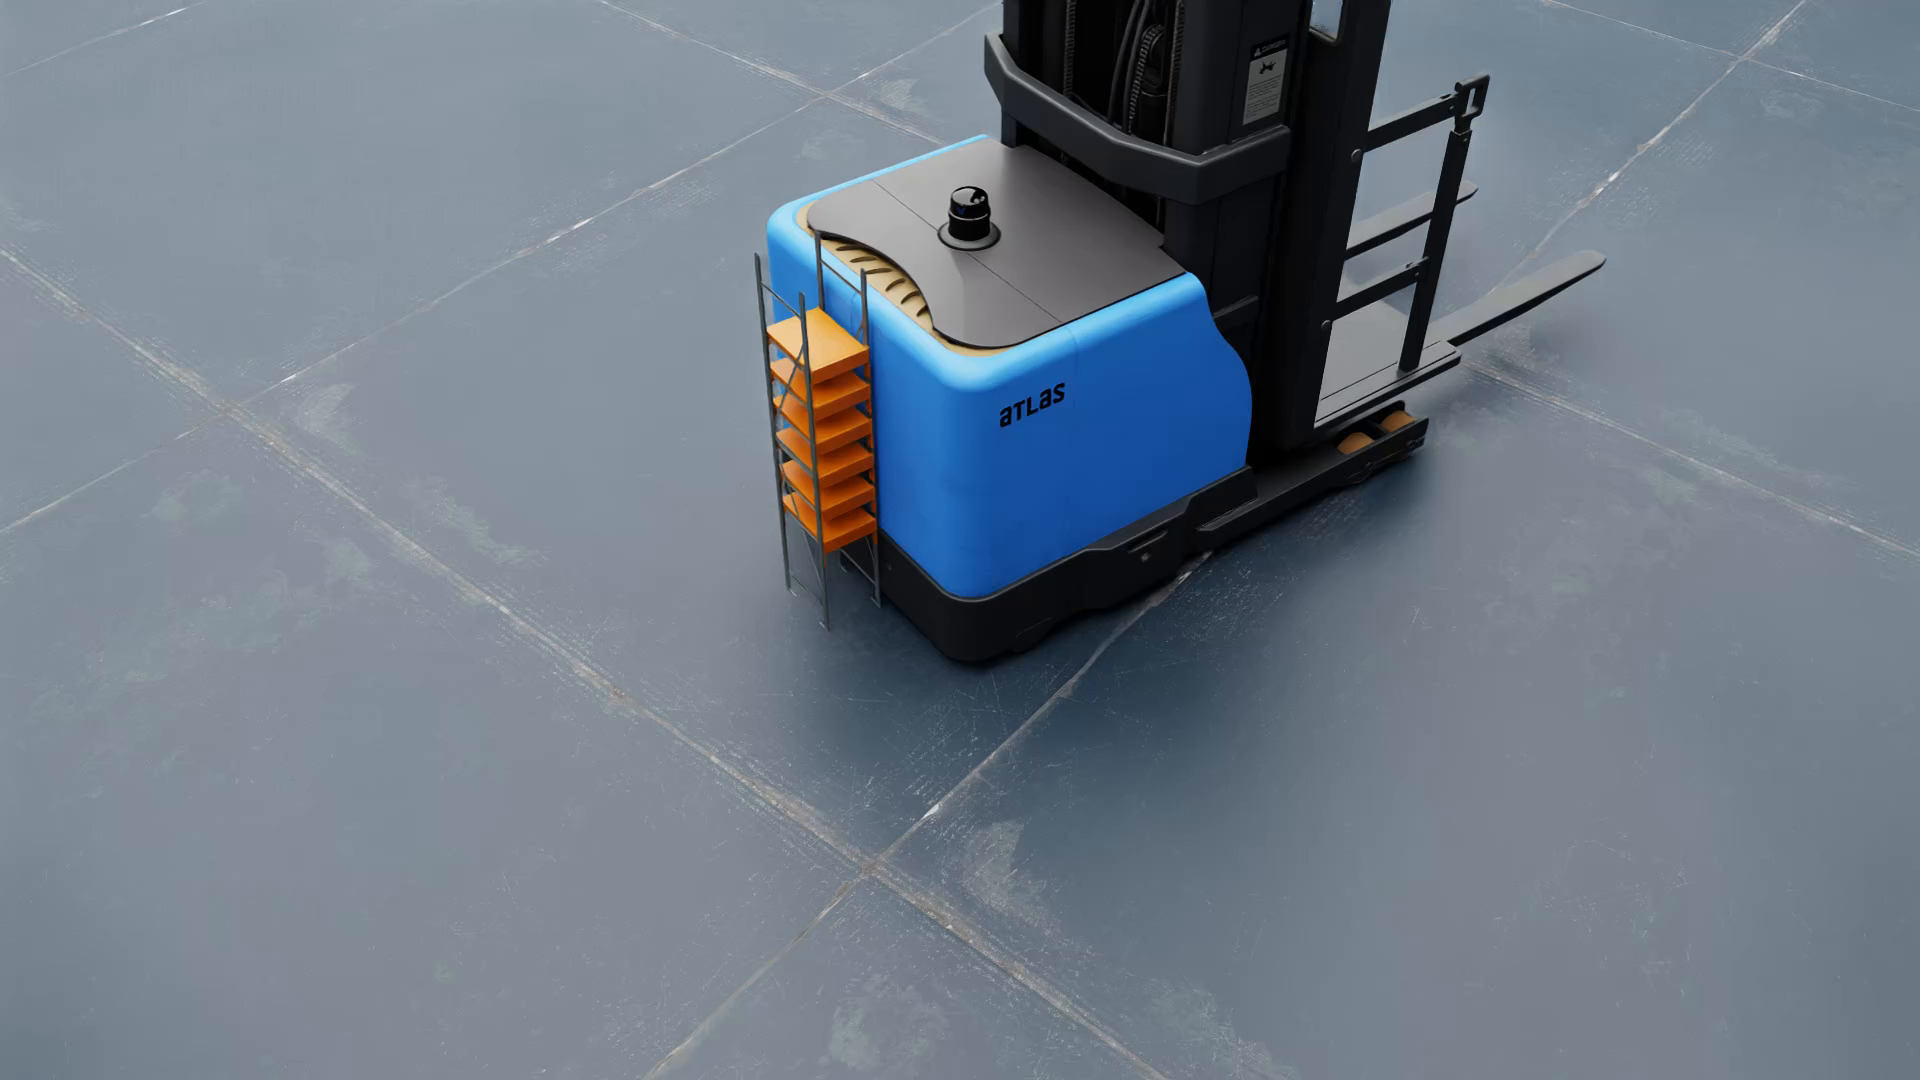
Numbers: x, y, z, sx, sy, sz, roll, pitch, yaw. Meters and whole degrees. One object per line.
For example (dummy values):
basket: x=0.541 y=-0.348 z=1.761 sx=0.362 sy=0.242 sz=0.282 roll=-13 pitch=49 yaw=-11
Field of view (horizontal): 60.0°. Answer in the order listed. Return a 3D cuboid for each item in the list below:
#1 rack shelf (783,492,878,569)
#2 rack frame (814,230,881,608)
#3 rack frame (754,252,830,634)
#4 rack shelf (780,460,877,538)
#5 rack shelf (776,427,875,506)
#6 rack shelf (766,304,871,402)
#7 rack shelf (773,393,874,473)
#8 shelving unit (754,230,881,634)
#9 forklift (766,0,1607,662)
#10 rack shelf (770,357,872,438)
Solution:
rack shelf: x=-0.385 y=-0.057 z=4.844 sx=0.180 sy=0.103 sz=0.258 roll=-26 pitch=48 yaw=-26
rack frame: x=-0.310 y=-0.303 z=4.692 sx=0.006 sy=1.200 sz=0.240 roll=-26 pitch=48 yaw=-26
rack frame: x=-0.459 y=-0.232 z=4.613 sx=0.006 sy=1.200 sz=0.240 roll=-26 pitch=48 yaw=-26
rack shelf: x=-0.385 y=-0.146 z=4.763 sx=0.180 sy=0.103 sz=0.258 roll=-26 pitch=48 yaw=-26
rack shelf: x=-0.385 y=-0.235 z=4.682 sx=0.180 sy=0.103 sz=0.258 roll=-26 pitch=48 yaw=-26
rack shelf: x=-0.385 y=-0.501 z=4.440 sx=0.180 sy=0.103 sz=0.258 roll=-26 pitch=48 yaw=-26
rack shelf: x=-0.385 y=-0.323 z=4.602 sx=0.180 sy=0.103 sz=0.258 roll=-26 pitch=48 yaw=-26
shelving unit: x=-0.385 y=-0.268 z=4.652 sx=0.189 sy=1.200 sz=0.258 roll=-26 pitch=48 yaw=-26
forklift: x=0.932 y=-1.535 z=4.759 sx=3.031 sy=2.935 sz=1.130 roll=-26 pitch=48 yaw=-26
rack shelf: x=-0.385 y=-0.412 z=4.521 sx=0.180 sy=0.103 sz=0.258 roll=-26 pitch=48 yaw=-26
